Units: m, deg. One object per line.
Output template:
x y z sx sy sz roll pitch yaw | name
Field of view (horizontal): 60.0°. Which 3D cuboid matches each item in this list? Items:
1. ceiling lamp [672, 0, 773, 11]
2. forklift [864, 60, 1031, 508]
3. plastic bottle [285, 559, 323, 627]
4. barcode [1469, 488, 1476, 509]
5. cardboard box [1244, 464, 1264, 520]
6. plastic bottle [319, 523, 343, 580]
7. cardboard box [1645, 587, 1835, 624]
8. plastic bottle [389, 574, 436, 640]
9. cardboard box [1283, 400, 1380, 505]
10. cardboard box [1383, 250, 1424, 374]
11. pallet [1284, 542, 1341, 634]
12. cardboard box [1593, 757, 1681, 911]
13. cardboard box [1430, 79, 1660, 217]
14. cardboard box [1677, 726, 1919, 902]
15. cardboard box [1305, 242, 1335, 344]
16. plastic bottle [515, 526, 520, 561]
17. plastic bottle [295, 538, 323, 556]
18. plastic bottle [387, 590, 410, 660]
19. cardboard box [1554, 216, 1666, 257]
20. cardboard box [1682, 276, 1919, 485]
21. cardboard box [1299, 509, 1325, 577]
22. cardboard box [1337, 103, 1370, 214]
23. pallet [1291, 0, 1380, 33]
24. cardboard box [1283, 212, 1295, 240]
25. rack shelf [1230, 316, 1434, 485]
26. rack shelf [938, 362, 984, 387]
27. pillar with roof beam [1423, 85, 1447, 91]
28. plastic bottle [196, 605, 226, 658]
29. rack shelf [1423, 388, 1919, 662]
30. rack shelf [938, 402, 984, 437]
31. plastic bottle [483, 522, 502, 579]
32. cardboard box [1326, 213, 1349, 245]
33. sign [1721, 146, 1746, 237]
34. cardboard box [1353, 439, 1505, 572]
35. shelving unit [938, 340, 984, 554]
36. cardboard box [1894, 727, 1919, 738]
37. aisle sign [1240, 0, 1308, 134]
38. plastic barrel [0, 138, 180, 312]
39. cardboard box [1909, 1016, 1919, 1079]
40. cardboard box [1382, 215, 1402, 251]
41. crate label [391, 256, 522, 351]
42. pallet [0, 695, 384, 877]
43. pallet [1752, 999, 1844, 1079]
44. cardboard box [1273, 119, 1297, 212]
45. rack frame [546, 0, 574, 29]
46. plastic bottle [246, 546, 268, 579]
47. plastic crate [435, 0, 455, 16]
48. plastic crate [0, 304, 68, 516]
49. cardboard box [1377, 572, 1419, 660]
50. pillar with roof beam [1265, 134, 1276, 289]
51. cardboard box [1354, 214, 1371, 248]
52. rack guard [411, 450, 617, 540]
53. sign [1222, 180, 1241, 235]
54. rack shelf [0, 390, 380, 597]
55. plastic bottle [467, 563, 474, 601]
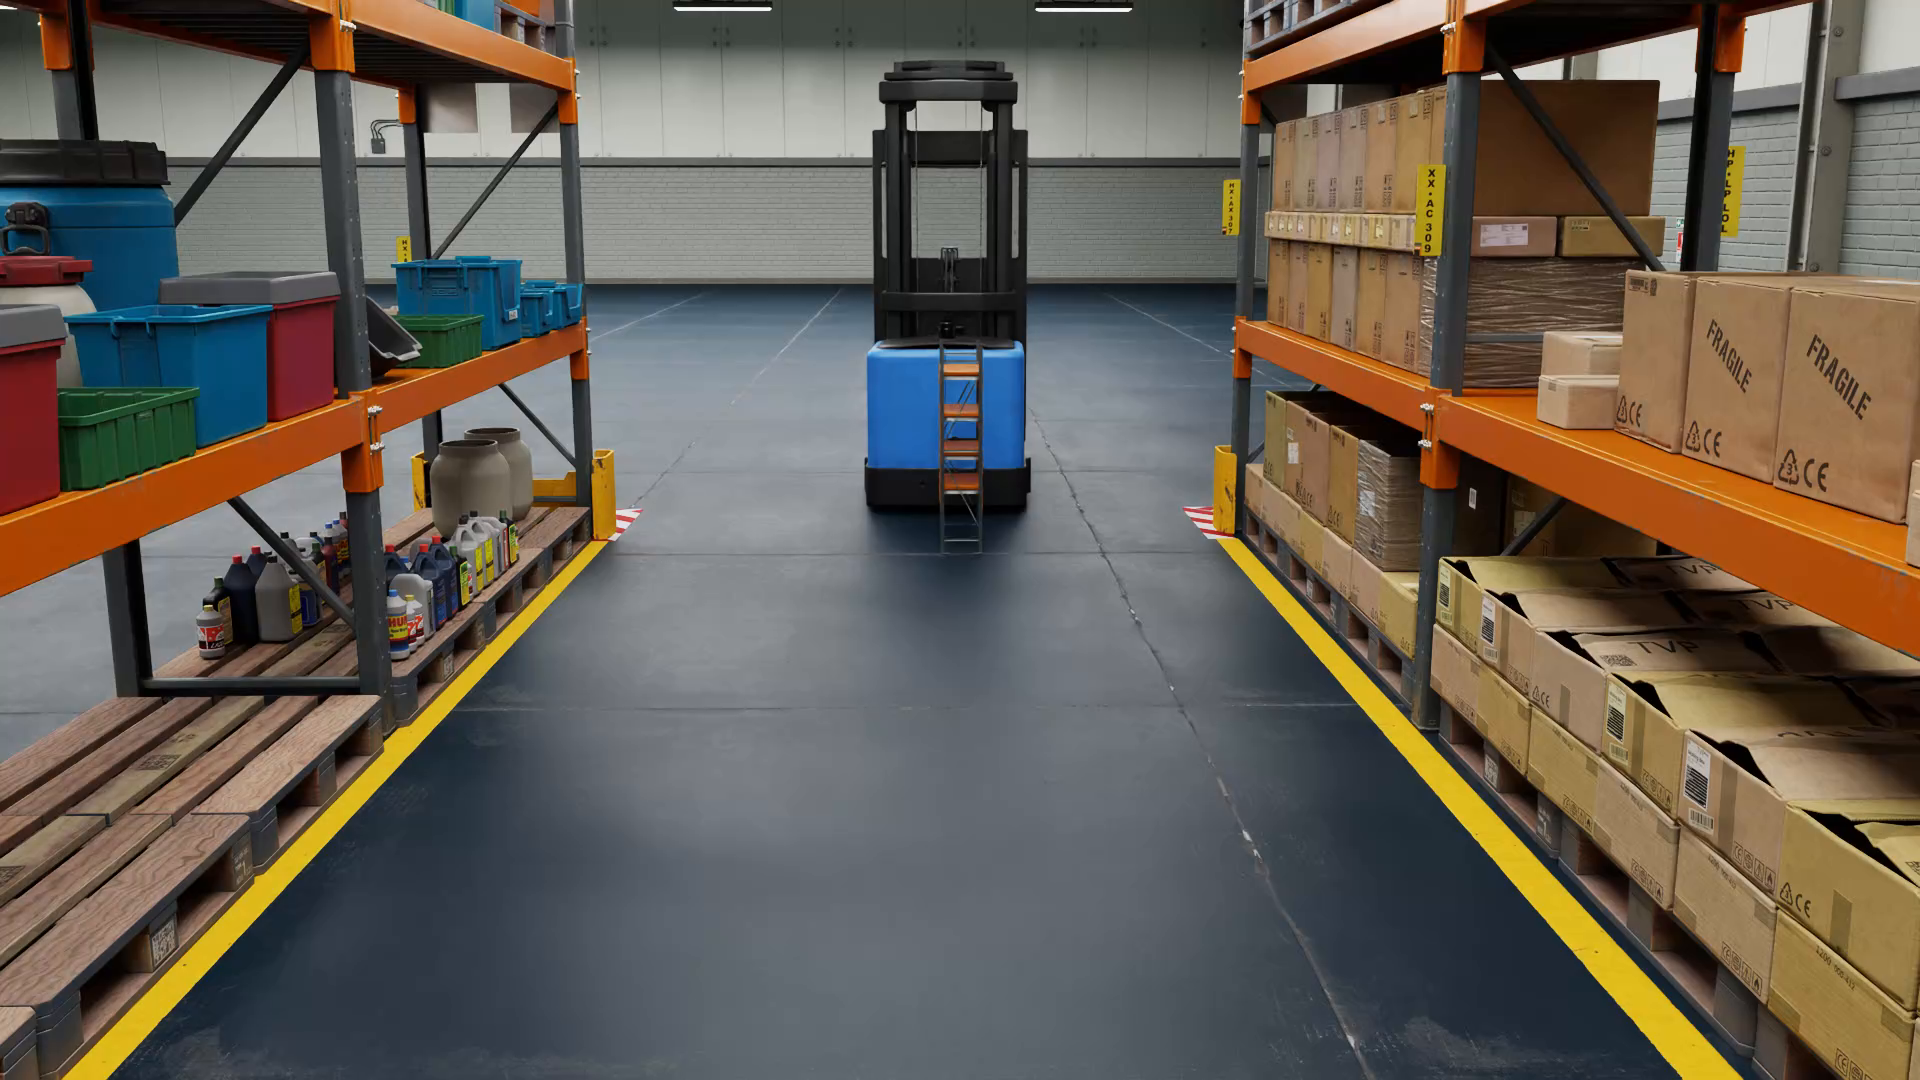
-4.820 -12.369 33.713 2.000 3.185 0.800 0 11 -1 | ceiling lamp
-1.123 -1.731 9.290 3.137 3.703 8.490 0 11 1 | forklift
-2.841 0.226 7.146 0.152 0.276 0.135 0 11 -1 | plastic bottle
1.858 -0.151 6.026 0.001 0.075 0.075 0 11 -1 | barcode
1.975 -0.288 9.796 0.500 0.250 0.500 0 11 -1 | cardboard box
-3.031 0.053 8.009 0.097 0.271 0.097 0 11 0 | plastic bottle
2.581 0.307 5.450 0.500 0.311 0.500 0 11 0 | cardboard box
-2.286 0.267 6.943 0.152 0.276 0.135 0 11 1 | plastic bottle
2.010 -0.457 8.742 0.500 0.500 0.500 0 11 -1 | cardboard box
2.236 -0.985 7.116 0.700 0.500 0.500 0 11 -2 | cardboard box
2.266 0.223 8.431 1.003 0.211 1.213 0 11 -1 | pallet
2.062 0.786 4.500 0.500 0.250 0.500 0 11 0 | cardboard box
2.253 -1.516 6.471 0.700 0.500 0.500 0 11 -1 | cardboard box
2.069 0.613 3.944 0.500 0.311 0.500 0 11 -2 | cardboard box
2.203 -1.291 8.626 0.700 0.500 0.500 0 11 -1 | cardboard box
-2.290 0.001 8.442 0.097 0.201 0.097 0 11 0 | plastic bottle
-2.995 0.135 7.594 0.152 0.276 0.135 0 11 0 | plastic bottle
-2.252 0.333 6.627 0.097 0.271 0.097 0 11 0 | plastic bottle
2.457 -1.164 6.368 0.380 0.149 0.250 0 11 -1 | cardboard box
2.290 -0.435 4.405 0.500 0.500 0.500 0 11 -1 | cardboard box
2.004 0.010 8.326 0.500 0.250 0.500 0 11 -1 | cardboard box
2.222 -1.815 7.946 0.700 0.500 0.500 0 11 -1 | cardboard box
2.203 -2.581 7.913 1.003 0.211 1.213 0 11 -1 | pallet
1.991 -1.724 9.128 0.380 0.149 0.250 0 11 -1 | cardboard box
2.227 -0.788 8.206 1.077 0.370 4.000 0 11 -1 | rack shelf
0.003 -0.940 9.699 0.258 0.148 0.480 0 11 -1 | rack shelf
3.342 -7.924 26.483 9.100 9.000 0.400 0 11 -1 | pillar with roof beam
-3.003 0.362 6.662 0.097 0.201 0.097 0 11 0 | plastic bottle
2.310 0.008 4.287 1.077 0.370 4.000 0 11 -1 | rack shelf
0.003 -0.708 9.747 0.258 0.148 0.480 0 11 -1 | rack shelf
-2.309 0.042 8.051 0.152 0.276 0.135 -1 11 -3 | plastic bottle
2.010 -1.520 8.125 0.380 0.149 0.250 0 11 -1 | cardboard box
2.811 -1.275 6.088 0.100 0.325 0.005 0 11 -1 | sign
2.042 -0.159 7.272 0.500 0.500 0.500 0 11 -1 | cardboard box
0.003 -0.555 9.778 0.258 1.200 0.503 0 11 -1 | shelving unit
2.607 0.608 3.965 0.500 0.311 0.500 -1 11 -3 | cardboard box
1.878 -2.824 9.894 0.394 0.787 0.004 0 11 -1 | aisle sign
-2.979 -0.891 5.644 0.600 0.901 0.708 0 11 -1 | plastic barrel
2.097 1.091 2.998 0.500 0.250 0.500 0 11 0 | cardboard box
2.031 -1.316 7.119 0.380 0.149 0.250 0 11 -1 | cardboard box
-2.458 -1.171 8.196 0.502 0.435 0.616 0 11 -1 | crate label
-2.629 0.800 5.587 1.003 0.211 1.213 0 11 -1 | pallet
2.373 1.255 3.340 1.003 0.211 1.213 0 11 -1 | pallet
2.184 -2.119 9.446 0.700 0.500 0.500 0 11 -1 | cardboard box
-2.766 -4.458 9.401 1.000 3.000 0.127 0 11 -1 | rack frame
-2.989 0.195 7.111 0.144 0.351 0.185 -1 11 -4 | plastic bottle
-2.444 -2.404 7.353 0.336 0.188 0.450 0 11 -1 | plastic crate
-2.328 -0.282 3.742 0.402 0.464 0.583 0 11 -1 | plastic crate
2.041 0.308 6.857 0.500 0.250 0.500 0 11 -1 | cardboard box
3.094 -10.309 38.241 9.100 9.000 0.548 0 11 -1 | pillar with roof beam
2.170 -1.592 5.181 0.703 1.460 4.934 0 11 0 | cardboard box
-2.718 -0.278 10.173 1.175 0.500 0.348 0 11 -1 | rack guard
1.631 -2.000 9.995 0.100 0.325 0.005 0 11 -1 | sign
-2.642 0.027 4.190 1.077 0.370 4.000 0 11 -1 | rack shelf
-2.272 0.177 7.575 0.097 0.201 0.097 0 11 0 | plastic bottle
